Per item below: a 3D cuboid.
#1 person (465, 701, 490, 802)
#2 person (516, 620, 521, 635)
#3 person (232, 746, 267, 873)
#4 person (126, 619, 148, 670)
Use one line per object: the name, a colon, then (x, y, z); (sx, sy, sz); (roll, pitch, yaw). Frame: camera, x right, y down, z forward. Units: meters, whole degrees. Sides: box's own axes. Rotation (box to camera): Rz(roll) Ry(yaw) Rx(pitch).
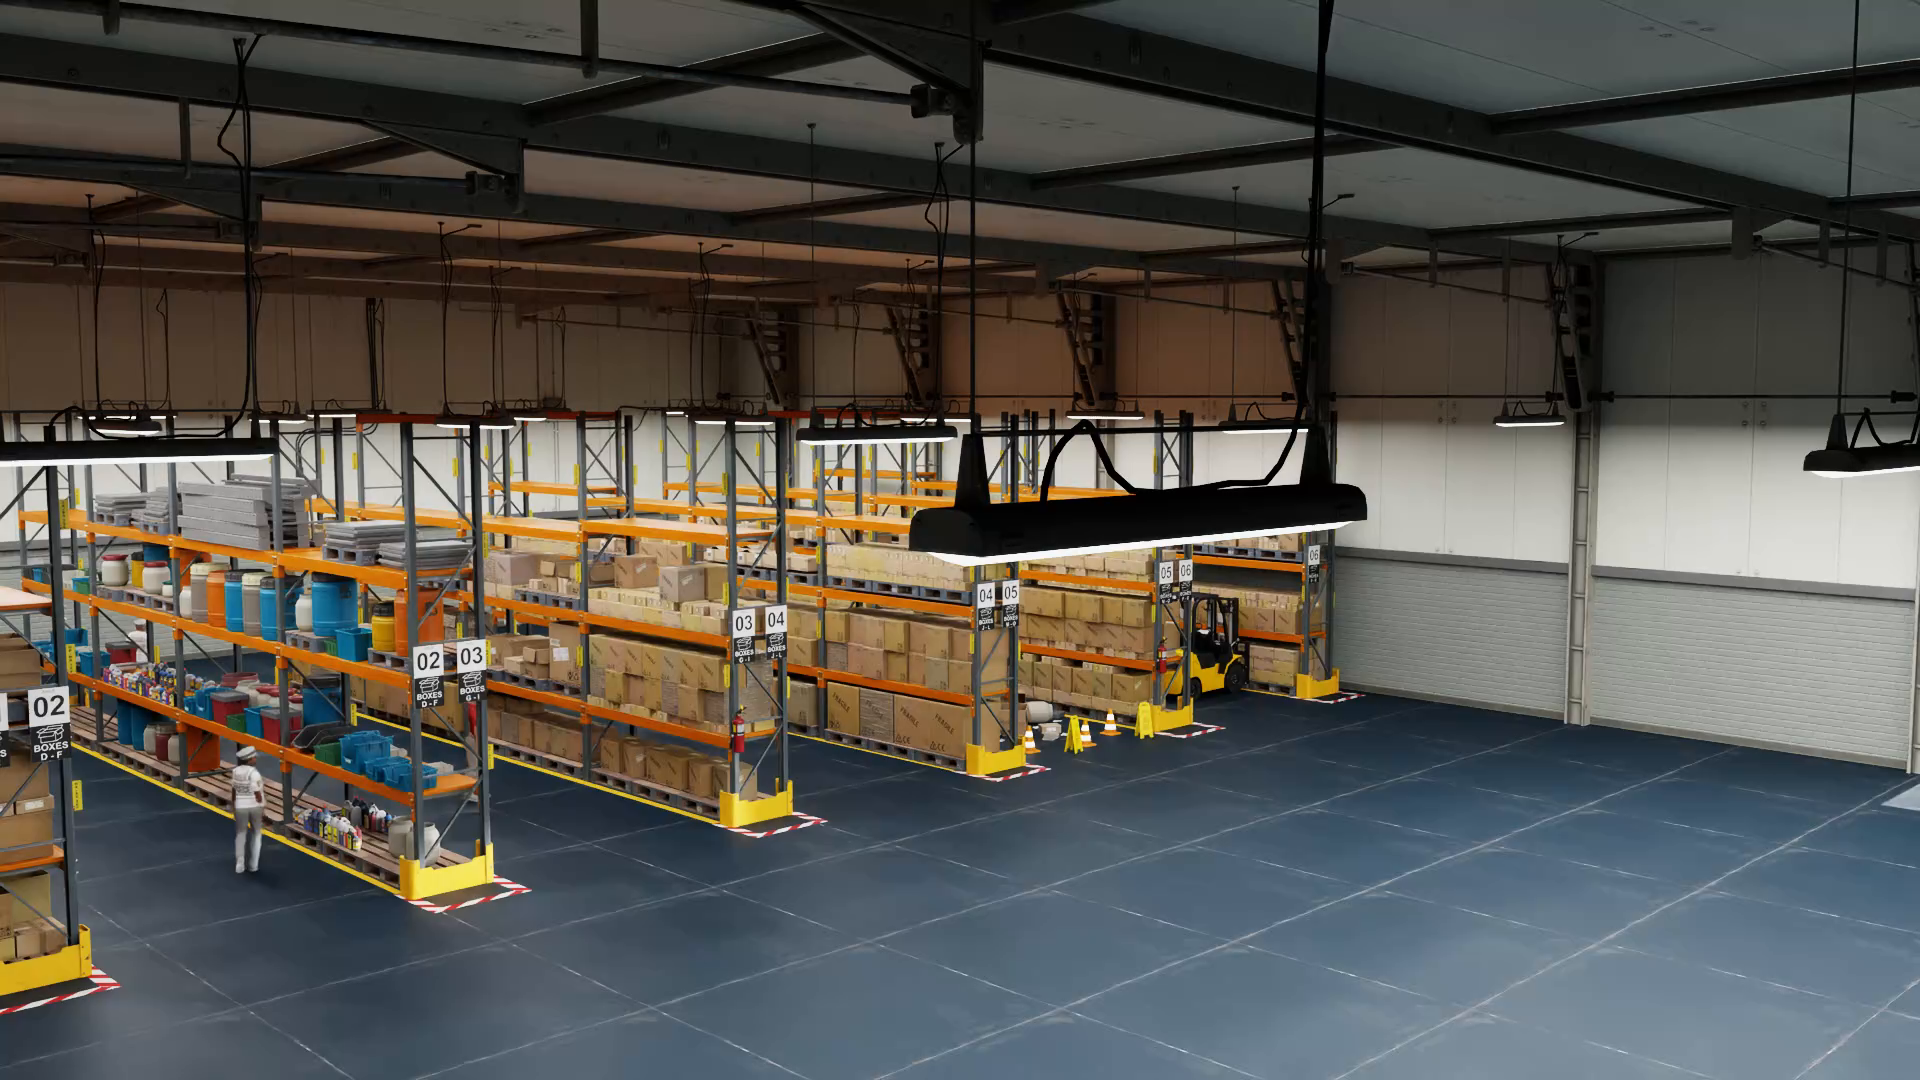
person: (-7.563, 3.206, 26.060); (0.387, 1.741, 0.587); (-1, 5, -9)
person: (-9.172, 2.494, 34.236); (0.507, 1.722, 1.037); (-4, 6, -35)
person: (-9.419, 3.568, 22.000); (0.445, 1.682, 0.525); (-1, 5, -11)
person: (-16.783, 2.511, 34.031); (0.591, 1.803, 0.404); (1, 5, 6)
